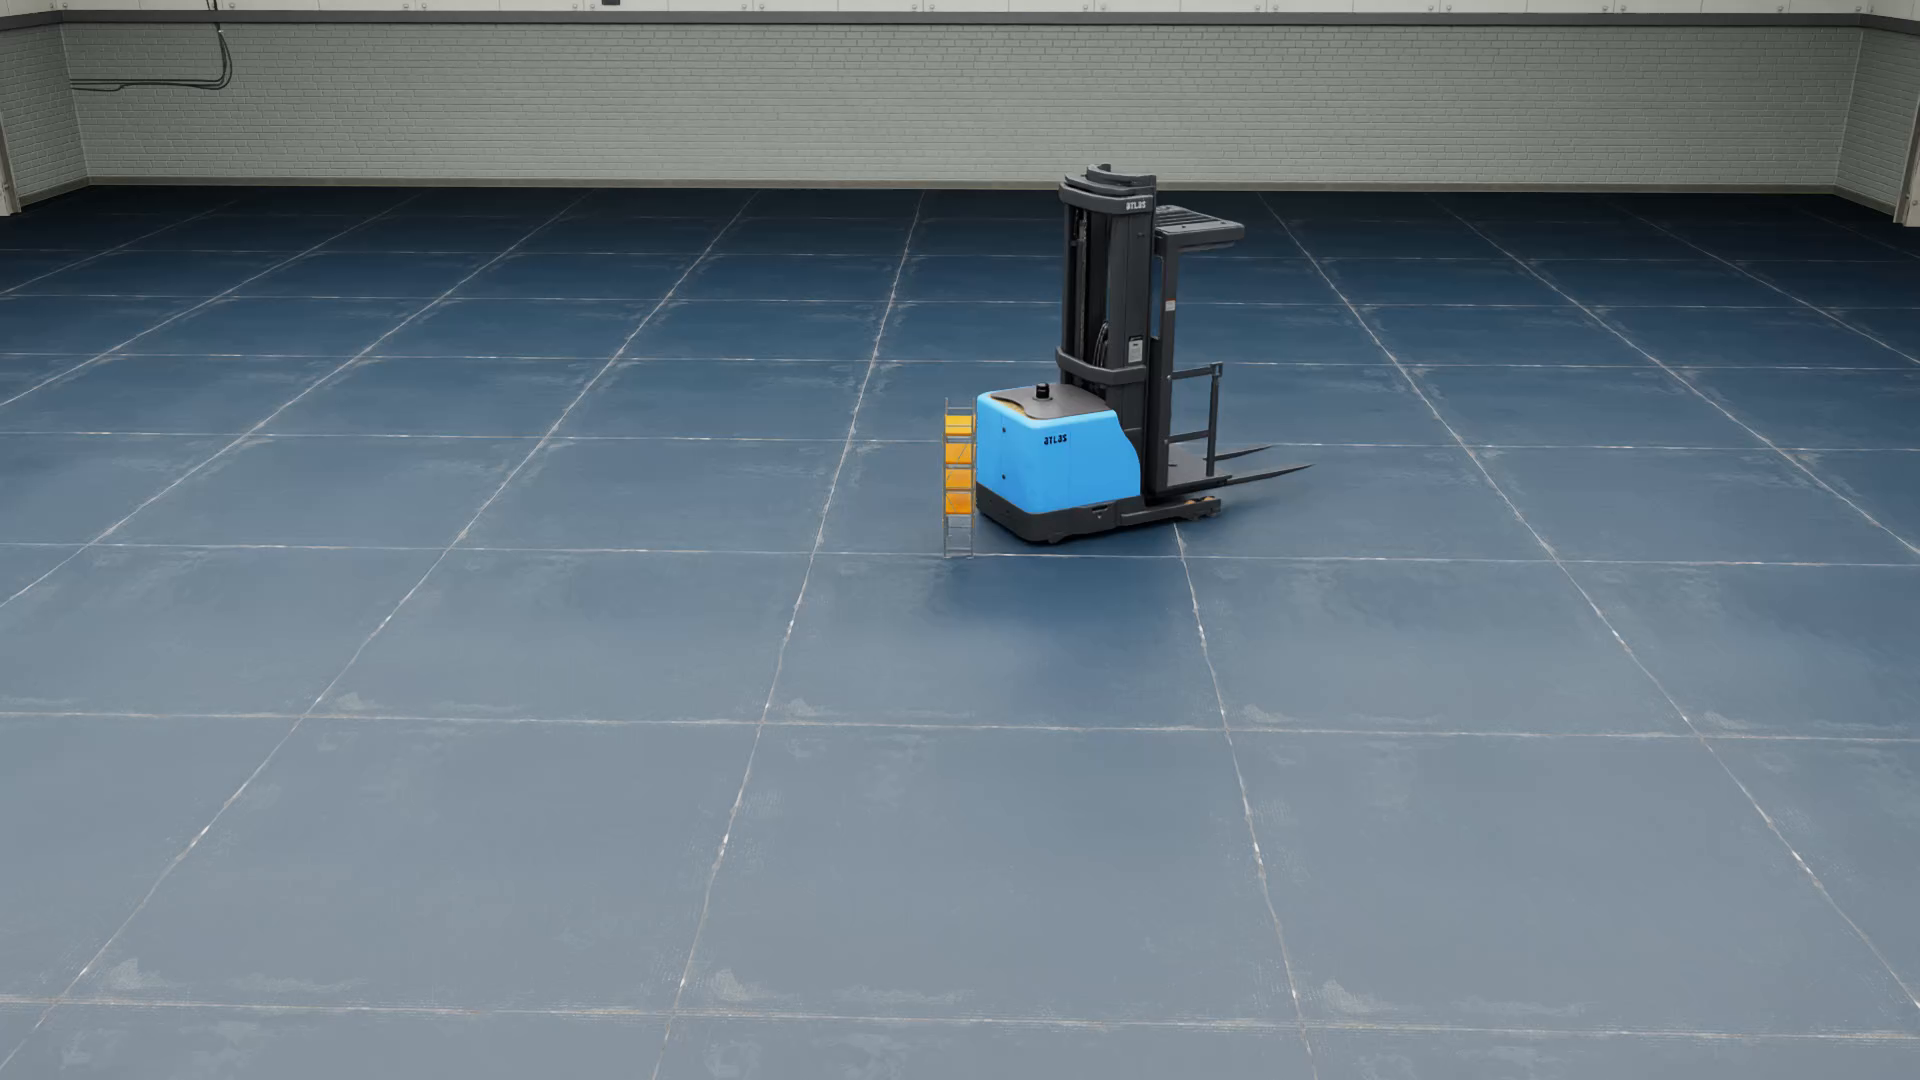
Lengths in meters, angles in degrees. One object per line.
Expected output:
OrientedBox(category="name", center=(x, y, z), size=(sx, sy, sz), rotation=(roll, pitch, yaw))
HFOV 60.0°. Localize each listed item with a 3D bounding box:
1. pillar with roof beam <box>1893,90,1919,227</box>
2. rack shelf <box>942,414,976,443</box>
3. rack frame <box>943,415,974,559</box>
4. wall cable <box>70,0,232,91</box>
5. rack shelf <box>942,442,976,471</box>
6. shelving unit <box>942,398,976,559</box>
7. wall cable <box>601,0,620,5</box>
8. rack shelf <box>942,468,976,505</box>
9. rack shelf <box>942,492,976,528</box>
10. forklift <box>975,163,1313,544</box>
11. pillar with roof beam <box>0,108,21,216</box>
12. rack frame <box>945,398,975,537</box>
OrientedBox(category="pillar with roof beam", center=(11.138, -9.385, 25.570), size=(9.100, 9.000, 0.400), rotation=(1, 21, 2))
OrientedBox(category="rack shelf", center=(-0.005, -0.866, 13.309), size=(0.258, 0.148, 0.480), rotation=(1, 21, 2))
OrientedBox(category="rack frame", center=(-0.012, -0.411, 13.224), size=(0.240, 1.200, 0.015), rotation=(1, 21, 2))
OrientedBox(category="wall cable", center=(-14.633, -9.287, 29.611), size=(3.097, 2.526, 0.112), rotation=(1, 21, 2))
OrientedBox(category="rack shelf", center=(-0.005, -0.645, 13.394), size=(0.258, 0.148, 0.480), rotation=(1, 21, 2))
OrientedBox(category="shelving unit", center=(-0.005, -0.500, 13.451), size=(0.258, 1.200, 0.503), rotation=(1, 21, 2))
OrientedBox(category="wall cable", center=(-5.145, -12.210, 28.150), size=(2.305, 6.003, 0.169), rotation=(1, 21, 2))
OrientedBox(category="rack shelf", center=(-0.005, -0.437, 13.475), size=(0.258, 0.148, 0.480), rotation=(1, 21, 2))
OrientedBox(category="rack shelf", center=(-0.005, -0.252, 13.547), size=(0.258, 0.148, 0.480), rotation=(1, 21, 2))
OrientedBox(category="forklift", center=(1.678, -1.693, 14.134), size=(3.031, 2.935, 1.130), rotation=(-11, 24, -25))
OrientedBox(category="pillar with roof beam", center=(-11.741, -9.637, 26.219), size=(9.100, 9.000, 0.400), rotation=(1, 21, 2))
OrientedBox(category="rack frame", center=(0.002, -0.588, 13.678), size=(0.240, 1.200, 0.015), rotation=(1, 21, 2))
